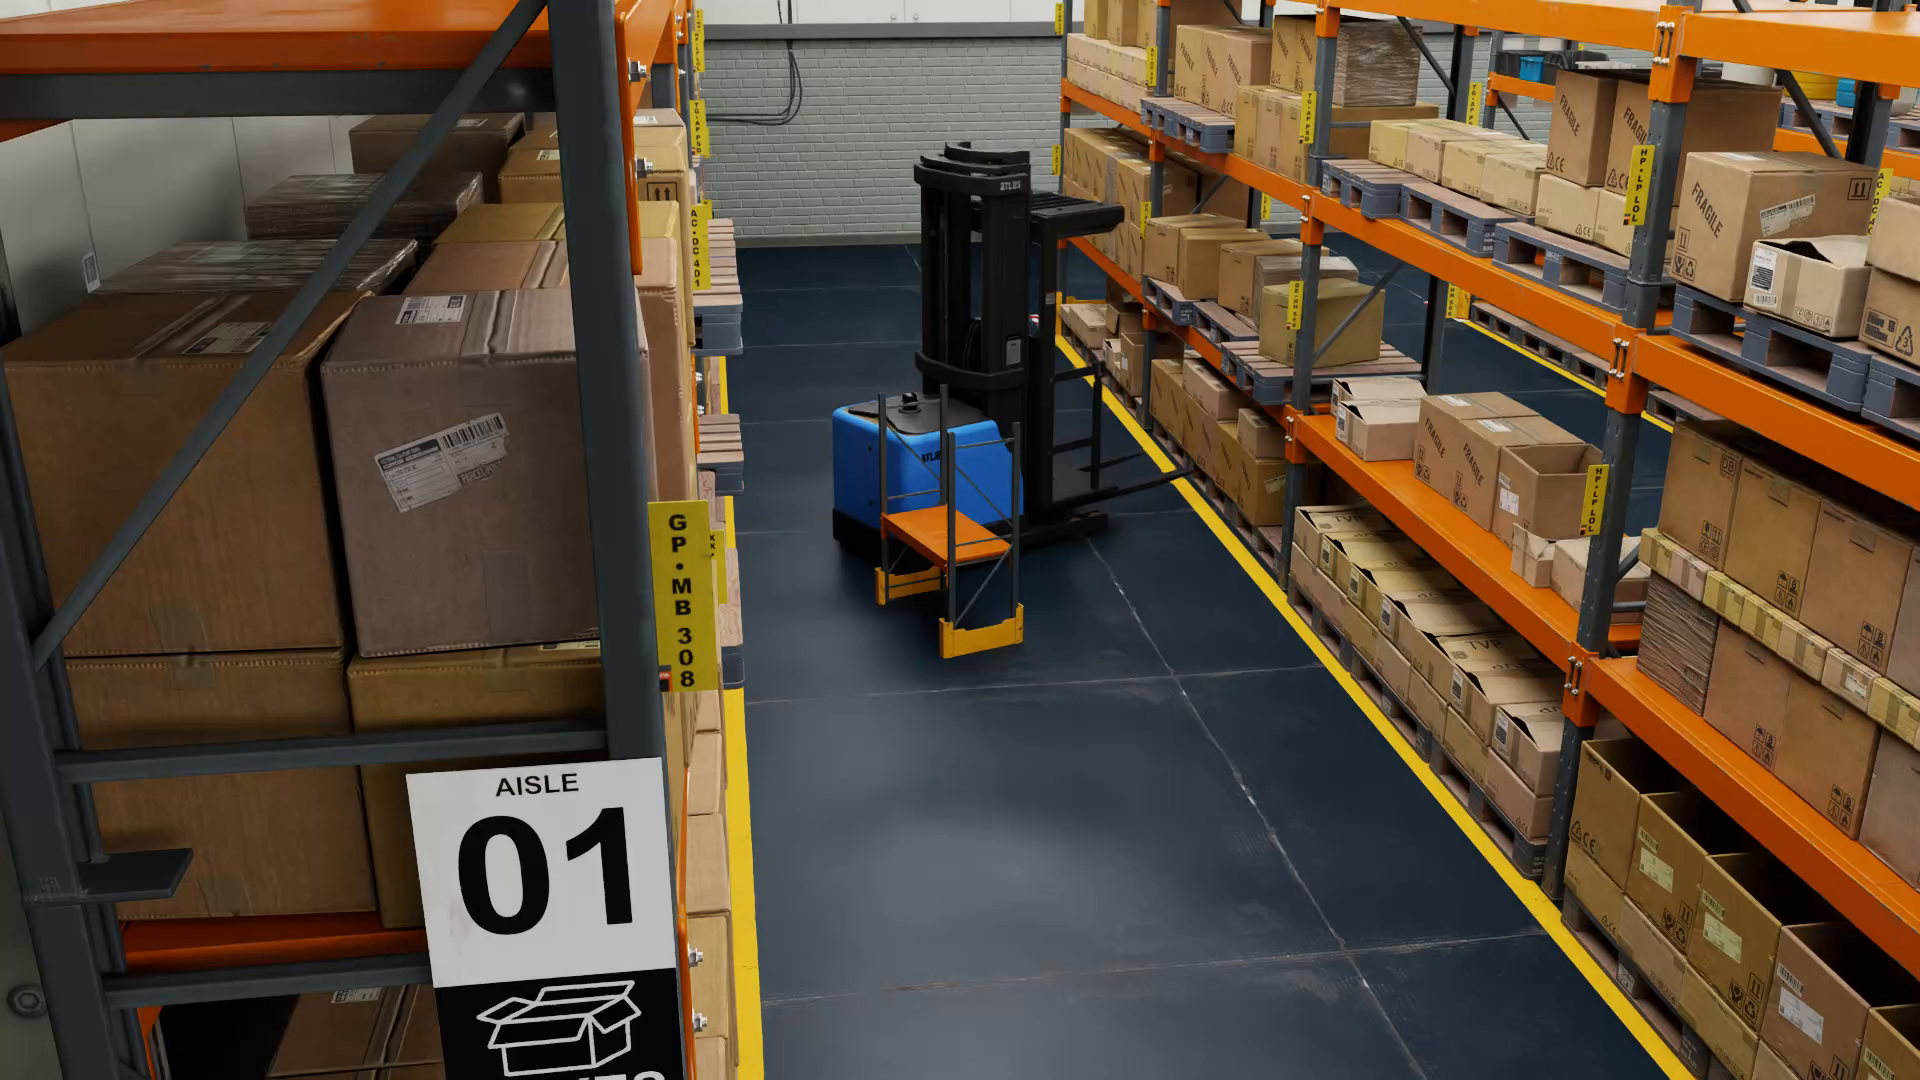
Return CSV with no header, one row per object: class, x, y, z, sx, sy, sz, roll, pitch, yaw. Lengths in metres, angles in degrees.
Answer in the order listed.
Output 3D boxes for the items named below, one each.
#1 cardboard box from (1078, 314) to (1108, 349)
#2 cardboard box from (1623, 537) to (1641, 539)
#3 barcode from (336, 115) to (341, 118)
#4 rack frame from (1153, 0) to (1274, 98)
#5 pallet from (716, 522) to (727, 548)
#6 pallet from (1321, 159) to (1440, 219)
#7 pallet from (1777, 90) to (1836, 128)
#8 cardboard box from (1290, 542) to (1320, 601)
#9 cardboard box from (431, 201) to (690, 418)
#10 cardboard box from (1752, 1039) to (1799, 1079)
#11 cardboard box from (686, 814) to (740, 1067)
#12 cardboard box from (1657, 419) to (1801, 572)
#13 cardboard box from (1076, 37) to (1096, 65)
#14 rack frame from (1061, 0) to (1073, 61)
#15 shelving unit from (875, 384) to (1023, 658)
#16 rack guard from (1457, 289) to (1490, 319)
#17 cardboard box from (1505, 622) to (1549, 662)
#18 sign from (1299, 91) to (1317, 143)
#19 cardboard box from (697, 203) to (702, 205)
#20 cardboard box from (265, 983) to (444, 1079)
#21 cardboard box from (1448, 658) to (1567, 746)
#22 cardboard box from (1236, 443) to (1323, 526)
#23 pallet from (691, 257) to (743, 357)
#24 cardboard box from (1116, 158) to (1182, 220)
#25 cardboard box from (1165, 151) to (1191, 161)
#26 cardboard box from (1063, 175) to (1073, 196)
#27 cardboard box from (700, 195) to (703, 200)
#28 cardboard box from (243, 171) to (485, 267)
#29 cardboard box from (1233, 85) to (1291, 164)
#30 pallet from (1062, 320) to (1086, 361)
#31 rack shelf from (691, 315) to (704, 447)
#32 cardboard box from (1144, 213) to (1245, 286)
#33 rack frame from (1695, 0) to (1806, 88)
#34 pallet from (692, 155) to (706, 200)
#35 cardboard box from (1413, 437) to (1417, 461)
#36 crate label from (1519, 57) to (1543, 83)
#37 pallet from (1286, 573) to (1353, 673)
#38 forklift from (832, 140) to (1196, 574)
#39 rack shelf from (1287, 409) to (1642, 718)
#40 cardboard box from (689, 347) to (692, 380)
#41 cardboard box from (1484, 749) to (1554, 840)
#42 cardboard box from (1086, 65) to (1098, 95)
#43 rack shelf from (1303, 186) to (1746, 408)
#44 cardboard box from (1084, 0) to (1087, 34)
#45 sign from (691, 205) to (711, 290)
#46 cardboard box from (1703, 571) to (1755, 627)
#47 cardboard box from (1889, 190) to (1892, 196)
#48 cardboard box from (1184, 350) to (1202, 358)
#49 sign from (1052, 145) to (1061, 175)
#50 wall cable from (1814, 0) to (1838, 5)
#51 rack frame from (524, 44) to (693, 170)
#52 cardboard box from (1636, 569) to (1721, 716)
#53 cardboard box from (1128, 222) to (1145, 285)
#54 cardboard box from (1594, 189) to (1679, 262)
cardboard box,1.557,-2.225,17.688,0.500,0.250,0.500,-3,21,-8
cardboard box,3.420,0.099,8.522,0.380,0.149,0.250,-3,21,-8
barcode,-1.781,-1.242,4.753,0.001,0.075,0.075,-3,21,-8
rack frame,2.192,-5.281,13.995,1.000,3.000,0.127,-3,21,-8
pallet,-2.172,0.195,11.894,1.003,0.211,1.213,-3,21,-8
pallet,2.955,-2.172,10.228,1.213,0.211,1.003,-2,21,-5
pallet,7.304,-3.770,14.505,1.213,0.211,1.003,-3,21,-8
cardboard box,2.554,0.201,11.220,0.500,0.250,0.500,-3,21,-8
cardboard box,-0.902,-0.494,3.863,0.500,0.500,0.500,-2,21,-6
cardboard box,3.324,2.086,6.175,0.500,0.250,0.500,-3,21,-8
cardboard box,-0.880,1.113,4.563,0.500,0.500,0.500,-4,21,-10
cardboard box,3.416,-0.202,6.974,0.700,0.500,0.500,-3,21,-7
cardboard box,1.497,-5.061,17.191,0.500,0.250,0.500,-3,21,-8
rack frame,1.616,-6.666,17.703,1.000,3.000,0.127,-3,21,-8
shelving unit,-0.087,-0.154,10.984,0.587,1.500,1.083,-10,23,-25
rack guard,6.501,-2.941,19.876,1.175,0.500,0.348,-3,21,-8
cardboard box,3.390,0.619,9.300,0.500,0.311,0.500,-4,21,-10
sign,2.232,-2.707,10.650,0.100,0.325,0.005,-3,21,-8
cardboard box,-2.389,-2.618,13.770,0.500,0.250,0.500,-2,21,-6
cardboard box,-1.321,1.317,4.016,0.500,0.500,0.500,-3,21,-7
cardboard box,2.922,0.822,8.757,0.500,0.311,0.500,-2,21,-6
cardboard box,2.402,-0.433,12.533,0.500,0.500,0.500,-2,21,-6
pallet,-1.540,-0.986,7.051,1.213,0.211,1.003,-3,21,-8
cardboard box,1.787,-3.326,15.761,0.500,0.500,0.500,-3,21,-9
cardboard box,2.254,-3.520,16.282,0.500,0.500,0.500,-4,21,-9
cardboard box,1.419,-3.736,18.289,0.500,0.500,0.500,-2,21,-7
cardboard box,-2.871,-2.802,15.503,0.980,0.700,0.700,-3,21,-9
cardboard box,-1.504,-0.666,4.324,0.500,0.500,0.500,-3,21,-8
cardboard box,2.524,-3.044,12.149,0.910,0.500,0.500,-3,21,-8
pallet,1.742,-2.247,18.432,1.003,0.211,1.213,-3,21,-8
rack shelf,-1.844,-1.211,8.412,1.077,0.370,4.000,-3,21,-8
cardboard box,2.039,-2.539,14.485,0.700,0.500,0.500,-10,23,-26
rack frame,7.094,-5.530,14.661,1.000,3.000,0.127,-3,21,-8
pallet,-2.278,-2.372,10.763,1.213,0.211,1.003,-2,21,-5
cardboard box,3.008,-0.530,10.206,0.380,0.149,0.250,-1,21,-4
crate label,6.331,-5.104,18.021,0.408,0.251,0.502,-3,21,-8
pallet,2.849,0.507,11.057,1.003,0.211,1.213,-3,21,-8
forklift,0.524,-1.512,12.574,3.031,2.935,1.130,-15,25,-34
rack shelf,3.057,-0.057,9.609,1.077,0.370,4.000,-3,21,-8
cardboard box,-1.238,-0.748,5.974,0.500,0.500,0.500,-2,21,-6
cardboard box,2.999,1.261,8.382,0.500,0.250,0.500,-3,21,-8
cardboard box,1.571,-4.653,16.815,0.500,0.250,0.500,-3,21,-8
rack shelf,3.057,-1.462,9.084,1.077,0.370,4.000,-3,21,-8
cardboard box,1.706,-5.599,17.562,0.700,0.500,0.500,-3,21,-8
sign,-1.020,-1.127,6.422,0.100,0.325,0.005,-3,21,-8
cardboard box,3.268,0.227,6.751,0.380,0.149,0.250,-3,21,-9
cardboard box,11.144,-4.097,19.758,0.380,0.149,0.250,-3,21,-7
cardboard box,2.211,-1.805,16.683,0.380,0.166,0.250,-3,21,-8
sign,1.079,-4.234,18.528,0.100,0.325,0.005,-3,21,-8
wall cable,14.015,-10.803,24.182,2.277,5.999,0.120,-3,21,-8
rack frame,-2.133,-3.645,9.615,1.000,3.000,0.127,-3,21,-8
cardboard box,3.416,0.405,7.201,0.700,0.500,0.500,-3,21,-9
cardboard box,1.866,-2.678,15.456,0.500,0.500,0.500,-3,21,-7
cardboard box,3.266,-1.447,7.629,0.500,0.250,0.500,-1,20,-2
